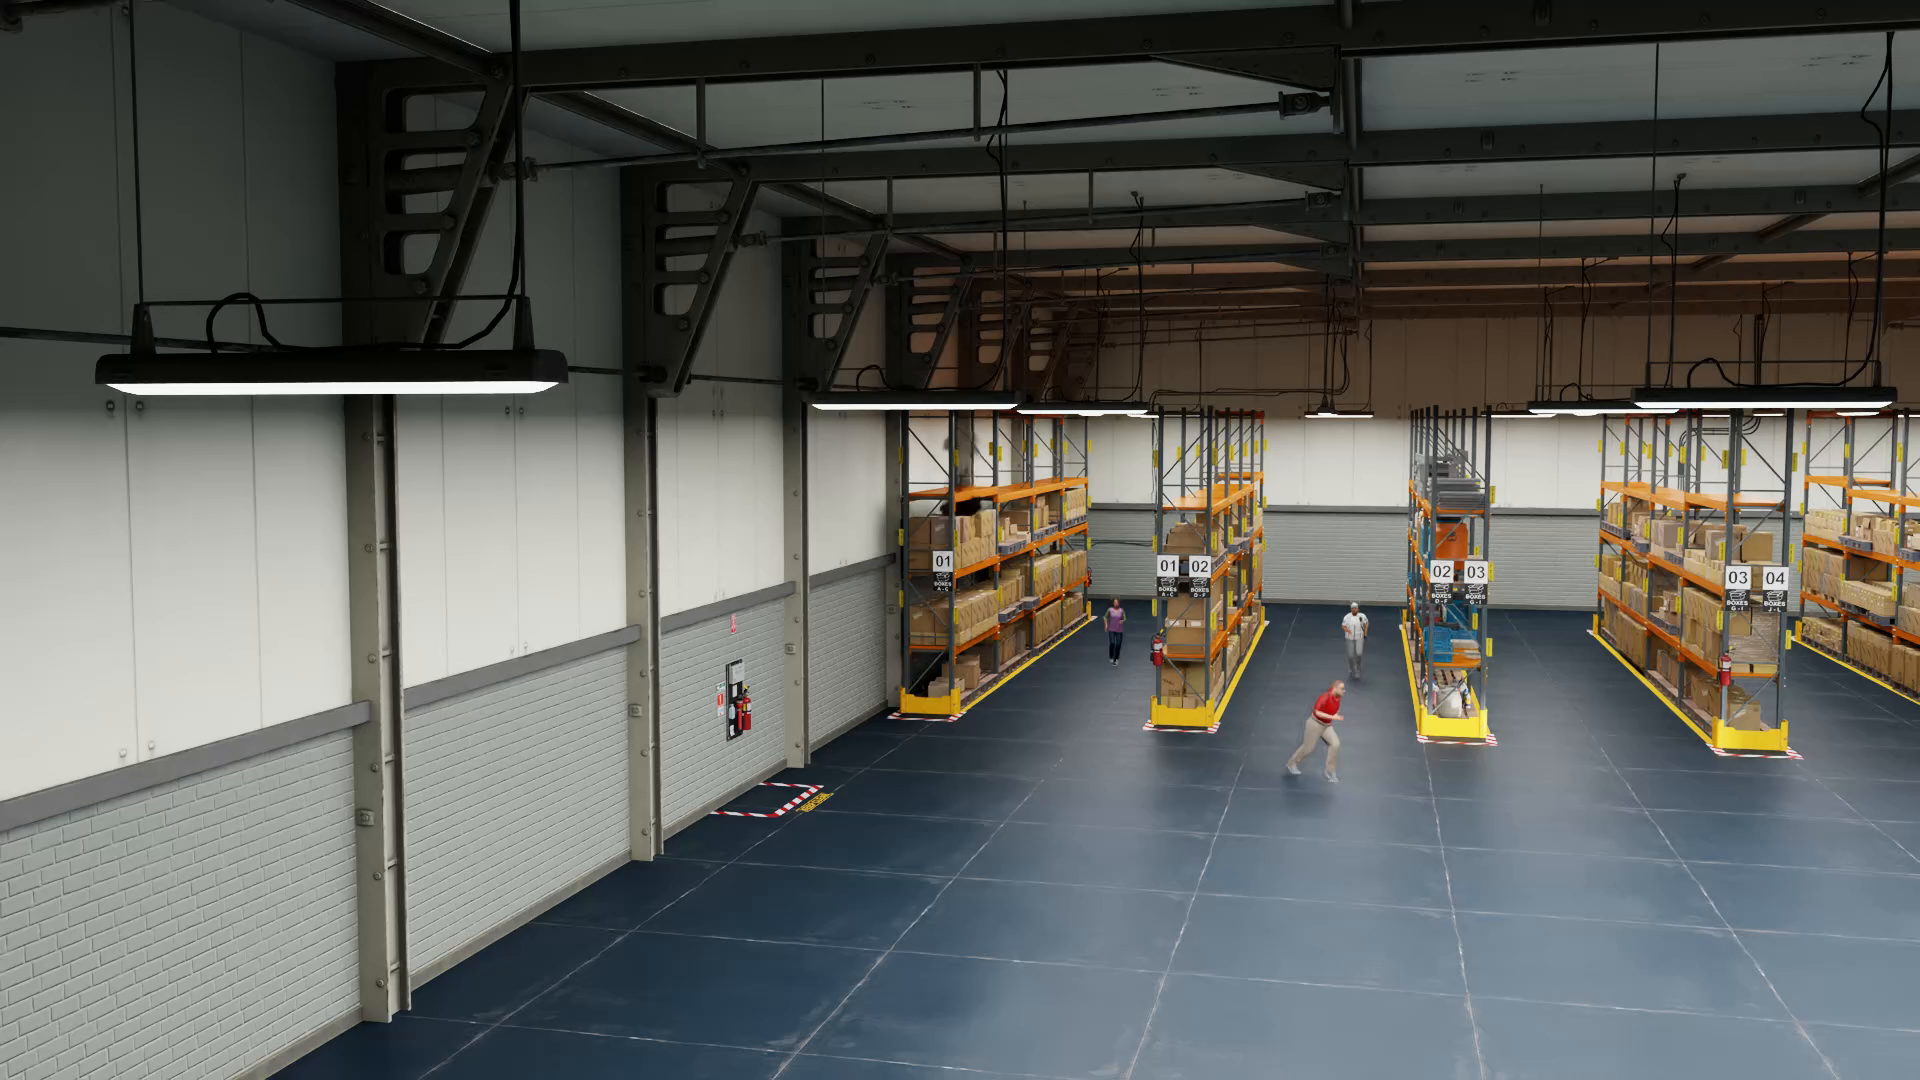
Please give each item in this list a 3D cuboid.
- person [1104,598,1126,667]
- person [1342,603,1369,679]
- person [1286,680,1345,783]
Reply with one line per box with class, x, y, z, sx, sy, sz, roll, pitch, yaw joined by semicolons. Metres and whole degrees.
person;3.614;2.145;38.699;0.505;1.592;0.662;0;4;-1
person;8.820;2.249;37.162;0.557;1.712;0.760;1;4;20
person;5.694;3.039;26.530;1.014;1.697;0.706;4;5;41
